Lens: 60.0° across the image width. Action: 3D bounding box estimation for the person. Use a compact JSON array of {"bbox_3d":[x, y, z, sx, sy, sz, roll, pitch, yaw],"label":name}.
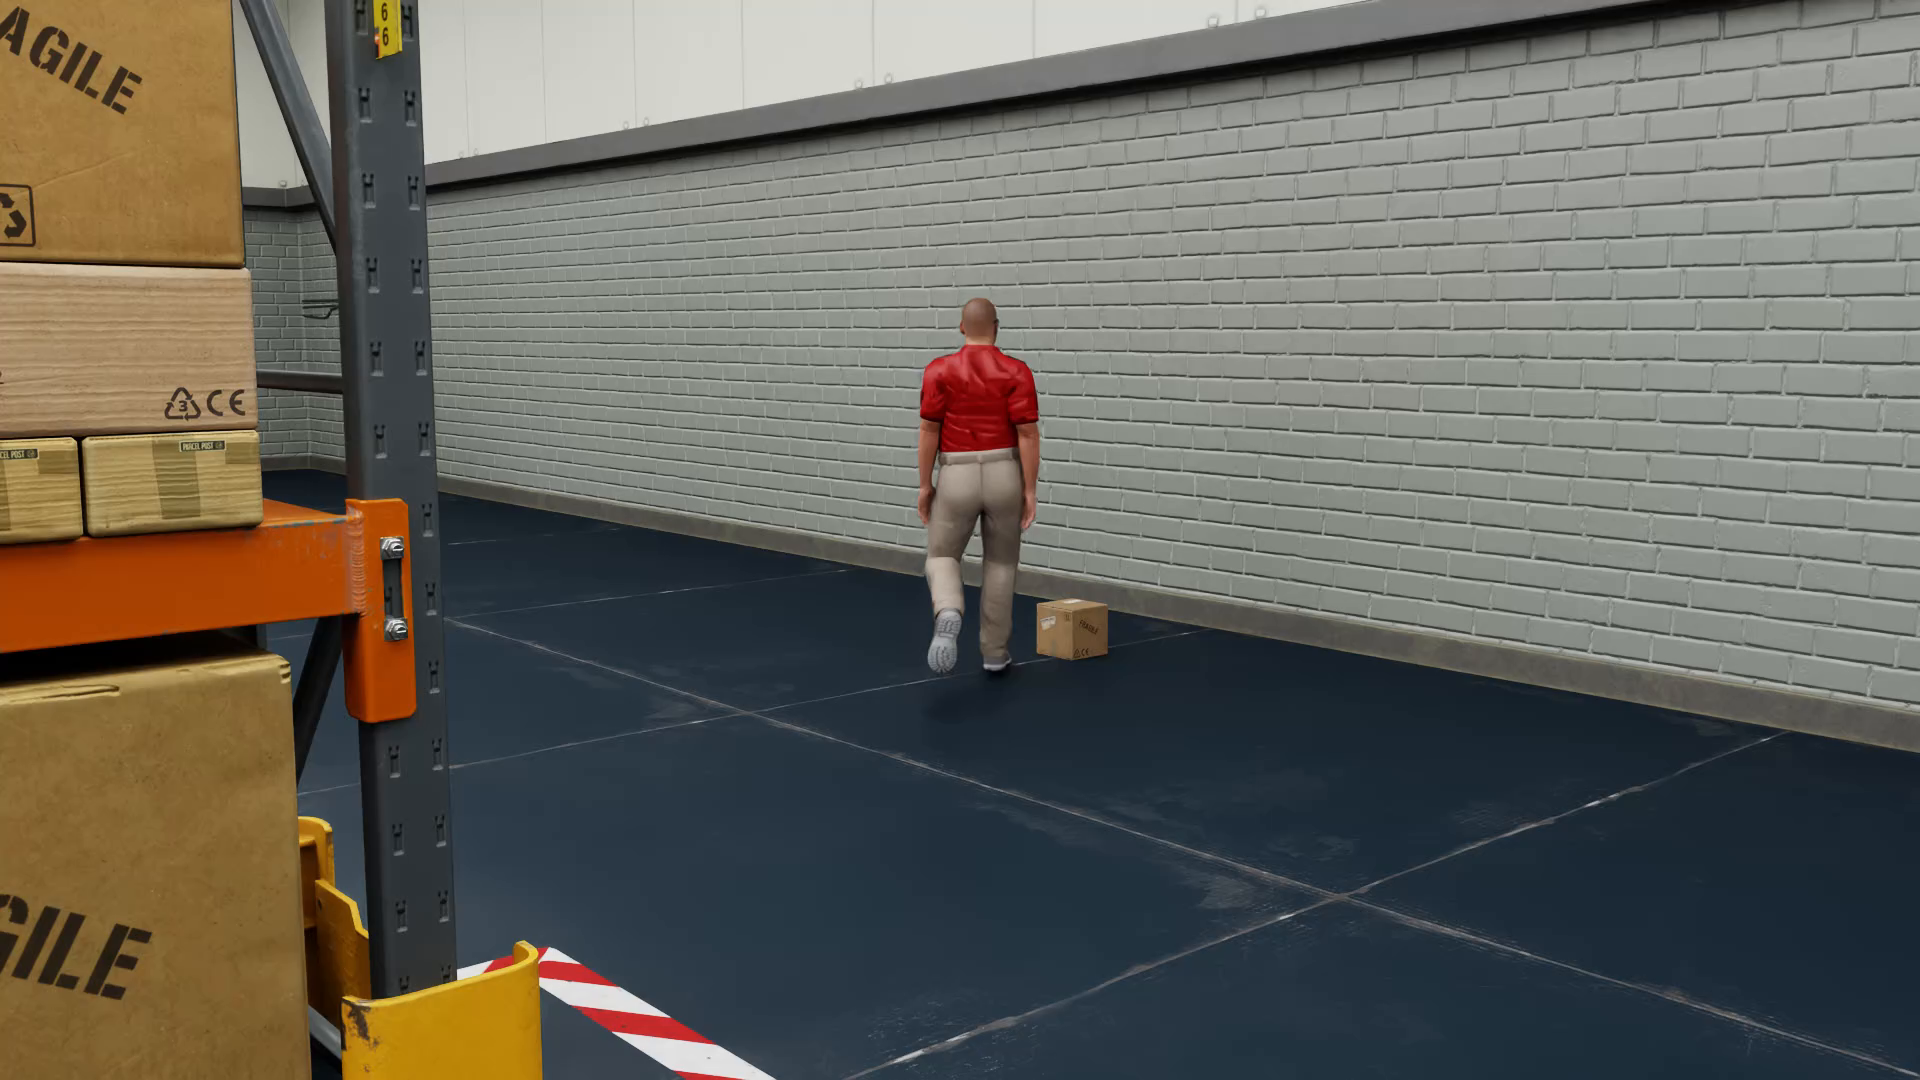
[{"bbox_3d":[0.080,-0.235,7.547,0.552,1.709,0.635,0,7,0],"label":"person"}]
